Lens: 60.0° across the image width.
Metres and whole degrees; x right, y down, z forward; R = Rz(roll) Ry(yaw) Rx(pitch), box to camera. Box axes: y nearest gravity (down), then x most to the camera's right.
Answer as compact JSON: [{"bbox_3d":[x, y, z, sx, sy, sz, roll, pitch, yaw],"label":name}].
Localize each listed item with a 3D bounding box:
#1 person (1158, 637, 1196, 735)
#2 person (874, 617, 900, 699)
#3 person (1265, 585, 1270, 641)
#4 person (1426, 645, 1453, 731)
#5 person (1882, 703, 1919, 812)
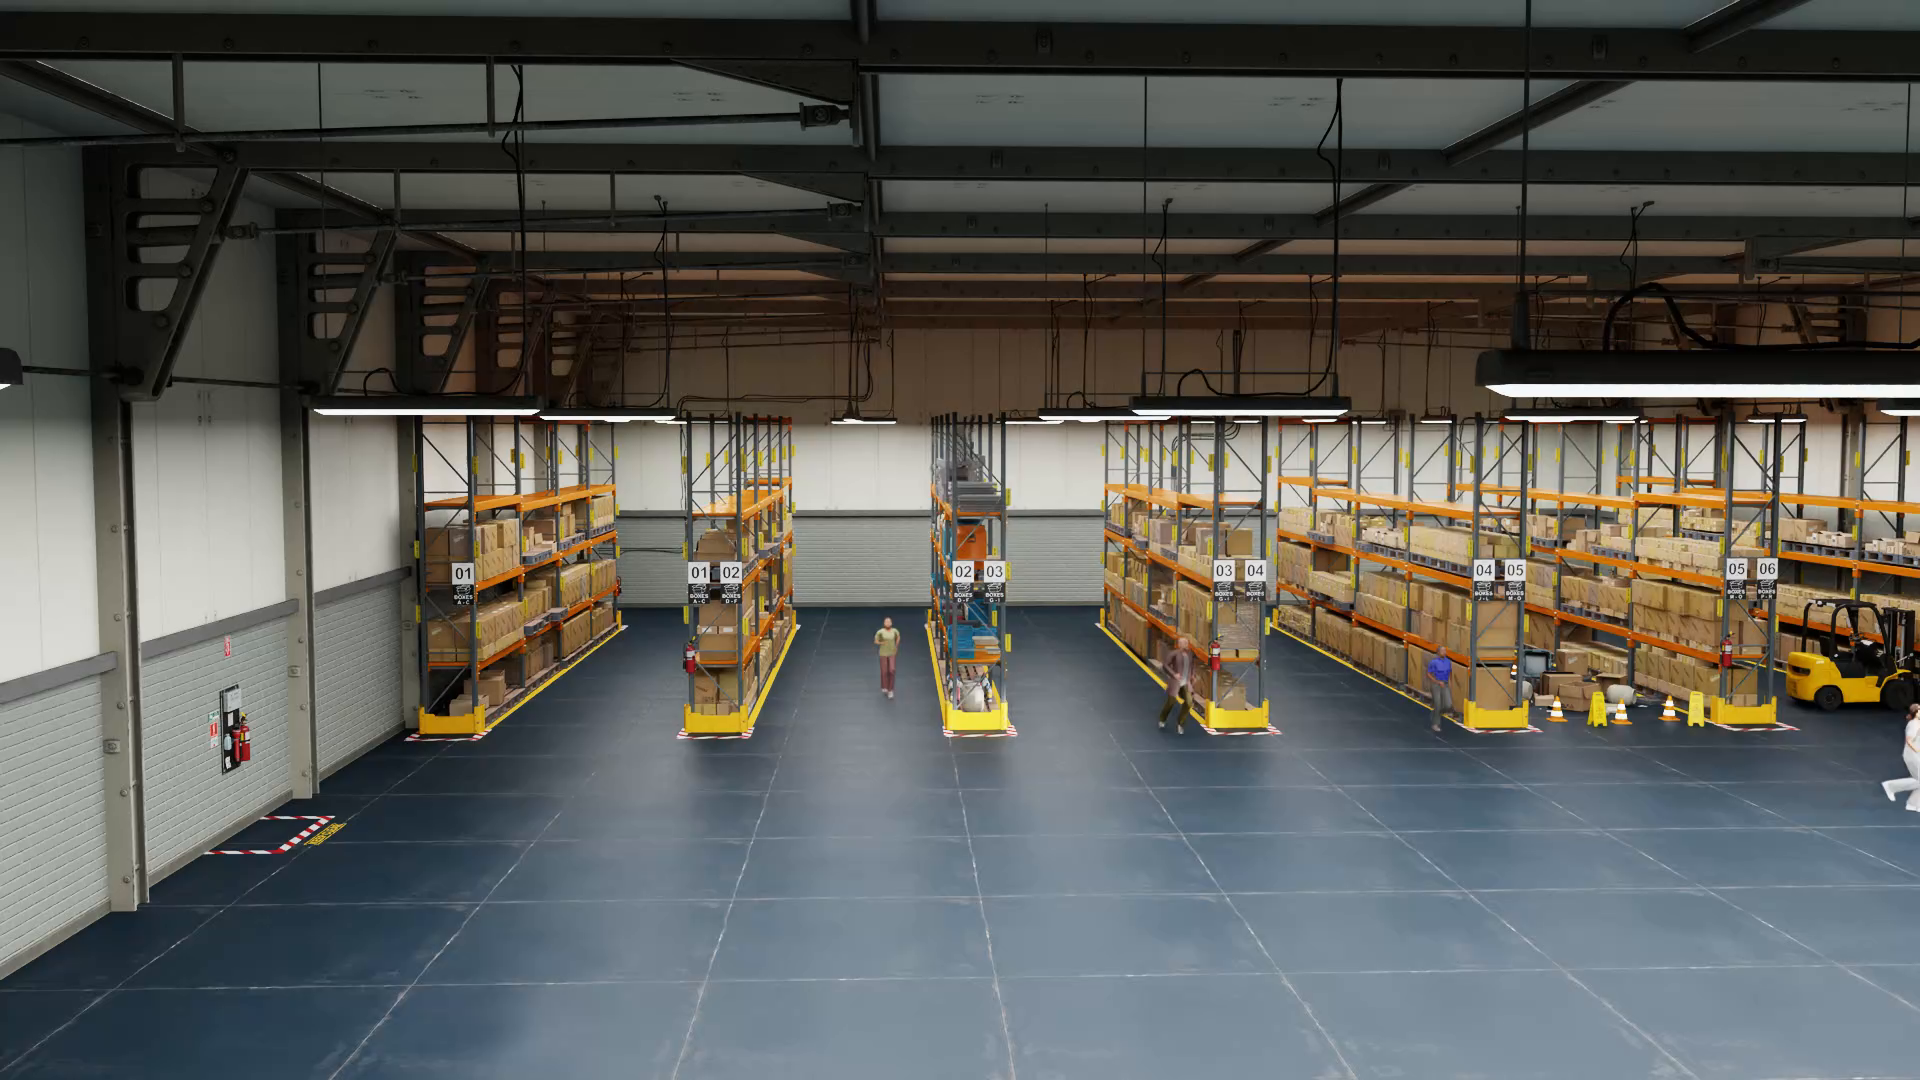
[{"bbox_3d":[4.143,2.729,31.308,0.767,1.804,0.755,-1,4,-18],"label":"person"},{"bbox_3d":[-1.537,2.467,35.288,0.575,1.700,0.807,-1,4,-9],"label":"person"},{"bbox_3d":[8.042,1.813,44.858,0.664,1.756,0.940,0,4,-1],"label":"person"},{"bbox_3d":[9.077,2.788,31.348,0.619,1.619,0.568,-1,4,-20],"label":"person"},{"bbox_3d":[14.131,3.231,24.799,0.622,1.621,0.550,2,5,32],"label":"person"}]
